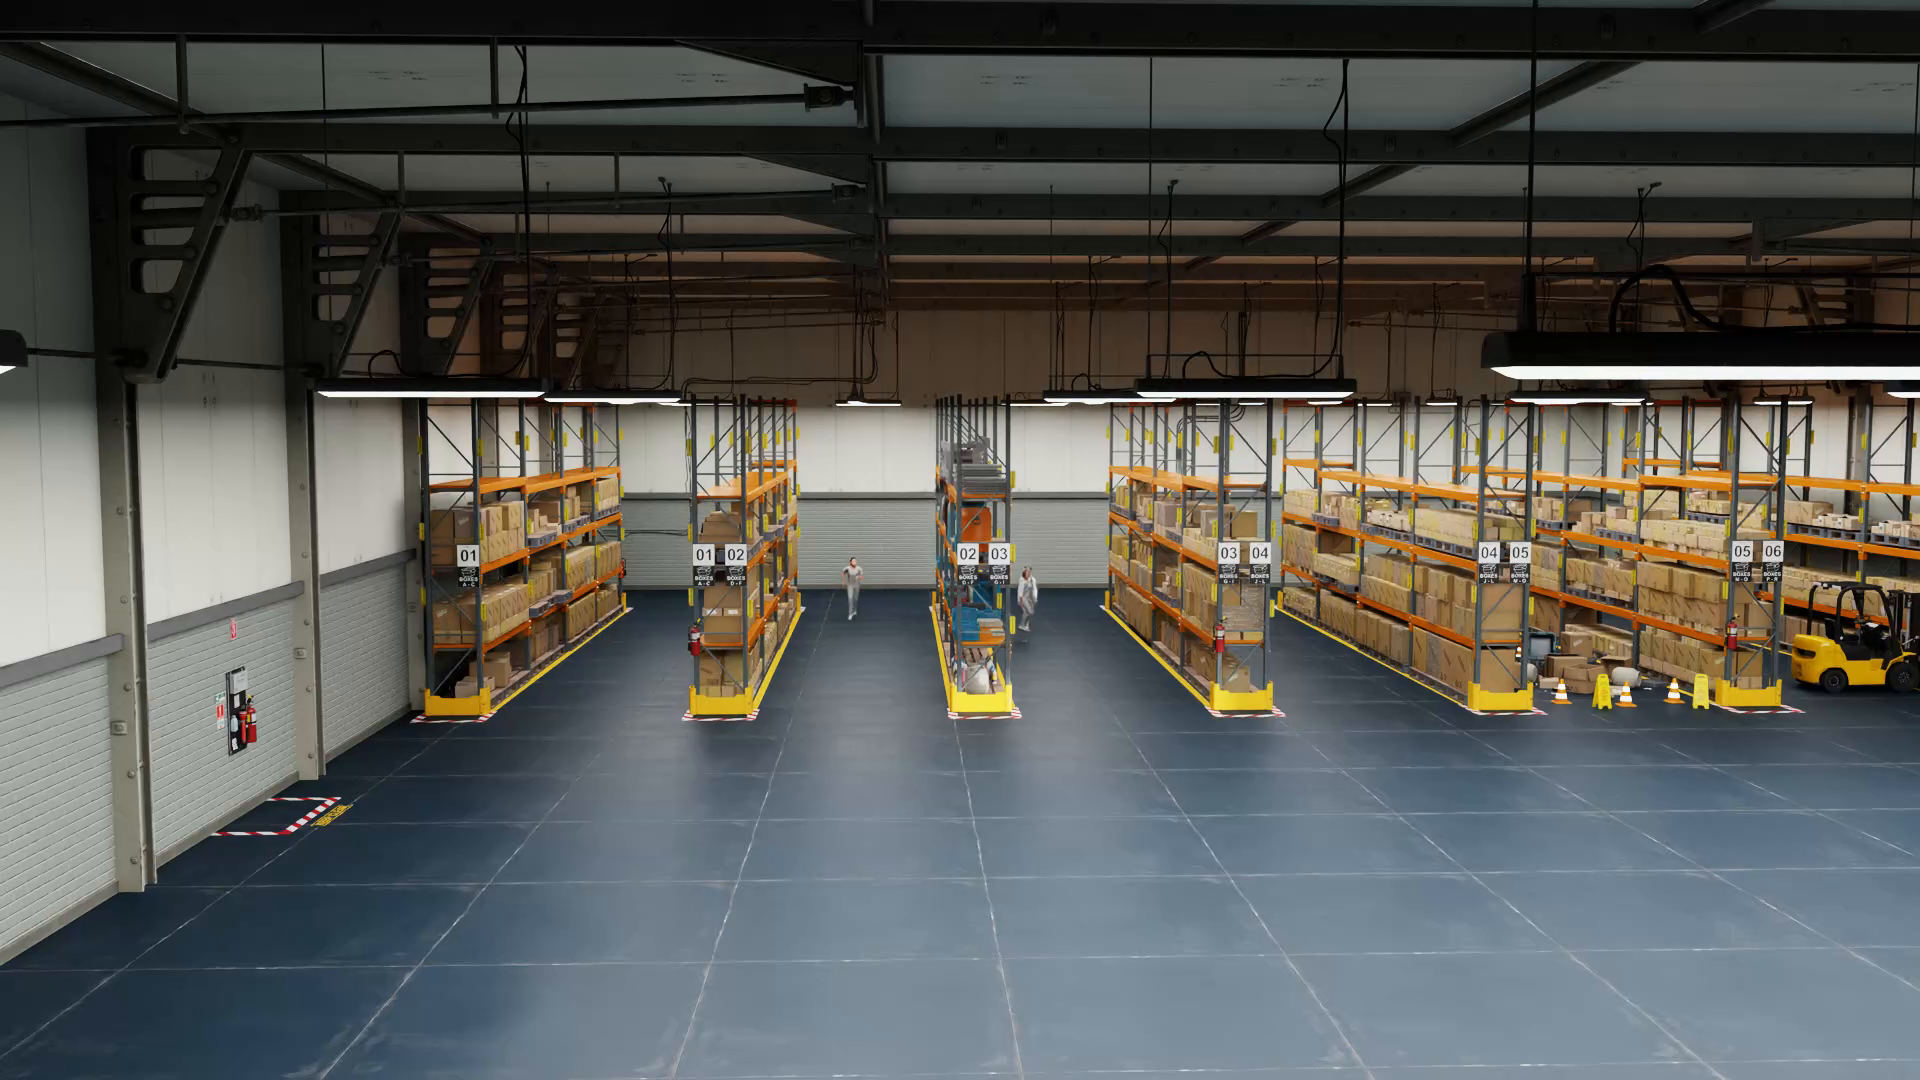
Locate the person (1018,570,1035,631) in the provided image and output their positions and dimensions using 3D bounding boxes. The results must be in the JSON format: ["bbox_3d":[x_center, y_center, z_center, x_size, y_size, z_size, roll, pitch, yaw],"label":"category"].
[{"bbox_3d":[1.648,1.478,41.004,0.447,1.505,0.478,2,5,25],"label":"person"}]

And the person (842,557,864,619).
[{"bbox_3d":[-2.916,1.291,45.414,0.617,1.644,0.922,0,5,-4],"label":"person"}]

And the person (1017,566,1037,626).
[{"bbox_3d":[1.752,1.492,43.291,0.502,1.638,0.973,-1,5,-9],"label":"person"}]
